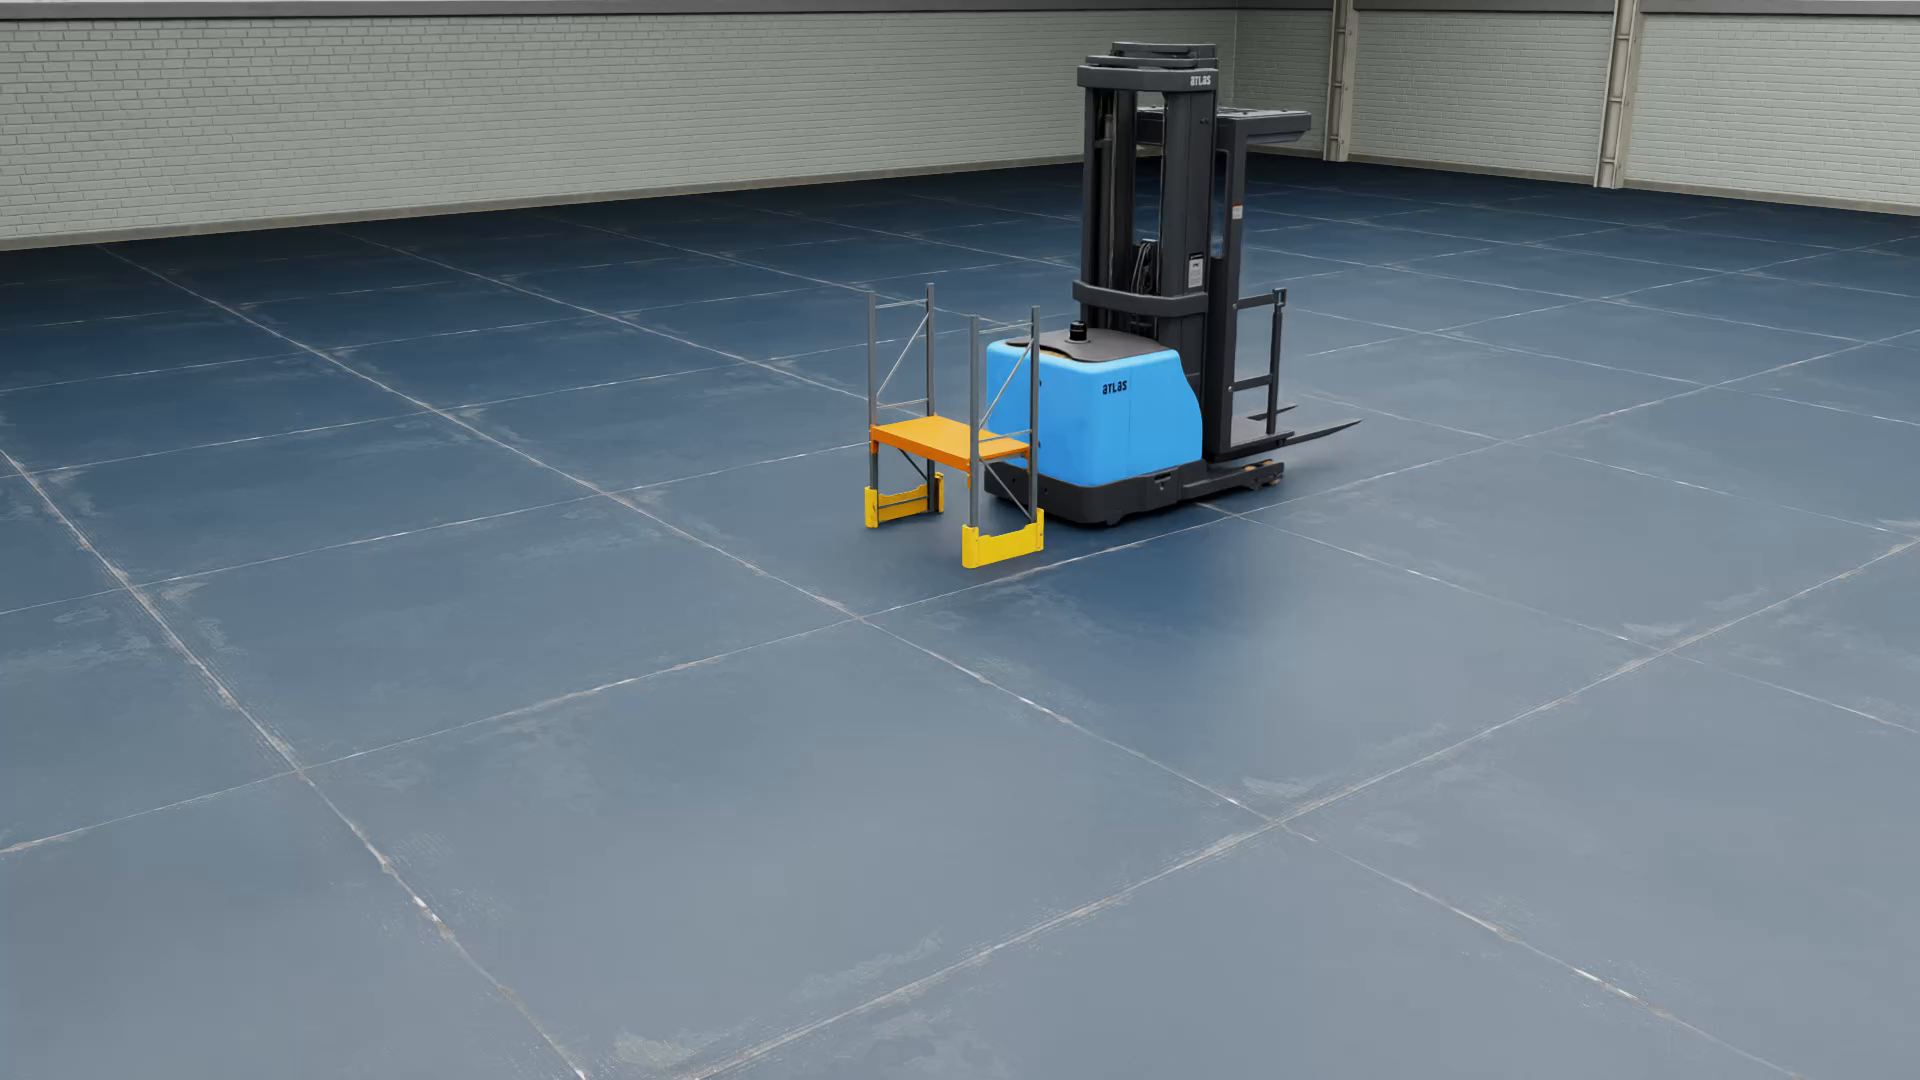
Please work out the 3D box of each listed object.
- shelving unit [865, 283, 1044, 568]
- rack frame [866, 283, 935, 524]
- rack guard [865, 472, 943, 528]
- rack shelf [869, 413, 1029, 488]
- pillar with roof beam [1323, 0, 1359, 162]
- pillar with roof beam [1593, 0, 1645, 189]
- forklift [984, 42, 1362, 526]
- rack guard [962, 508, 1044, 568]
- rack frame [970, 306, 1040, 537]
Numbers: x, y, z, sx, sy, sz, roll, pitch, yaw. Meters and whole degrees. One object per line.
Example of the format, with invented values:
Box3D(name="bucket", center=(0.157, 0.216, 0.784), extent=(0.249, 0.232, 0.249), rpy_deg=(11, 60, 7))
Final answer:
Box3D(name="shelving unit", center=(-0.047, -0.731, 10.183), extent=(0.587, 1.500, 1.083), rpy_deg=(-14, 23, -36))
Box3D(name="rack frame", center=(-0.369, -0.858, 10.569), extent=(0.500, 1.500, 0.032), rpy_deg=(-14, 23, -36))
Box3D(name="rack guard", center=(-0.357, -0.260, 10.751), extent=(0.587, 0.250, 0.087), rpy_deg=(-14, 23, -36))
Box3D(name="rack shelf", center=(-0.053, -0.562, 10.247), extent=(0.538, 0.185, 1.000), rpy_deg=(-14, 23, -36))
Box3D(name="pillar with roof beam", center=(4.149, -11.031, 29.360), extent=(9.100, 9.000, 0.400), rpy_deg=(-14, 23, -36))
Box3D(name="pillar with roof beam", center=(7.875, -9.552, 24.895), extent=(9.100, 9.000, 0.400), rpy_deg=(-14, 23, -36))
Box3D(name="forklift", center=(1.614, -1.845, 11.271), extent=(3.031, 2.935, 1.130), rpy_deg=(-15, 23, -38))
Box3D(name="rack guard", center=(0.262, -0.015, 10.009), extent=(0.587, 0.250, 0.087), rpy_deg=(-14, 23, -36))
Box3D(name="rack frame", center=(0.263, -0.608, 9.812), extent=(0.500, 1.500, 0.032), rpy_deg=(-14, 23, -36))
